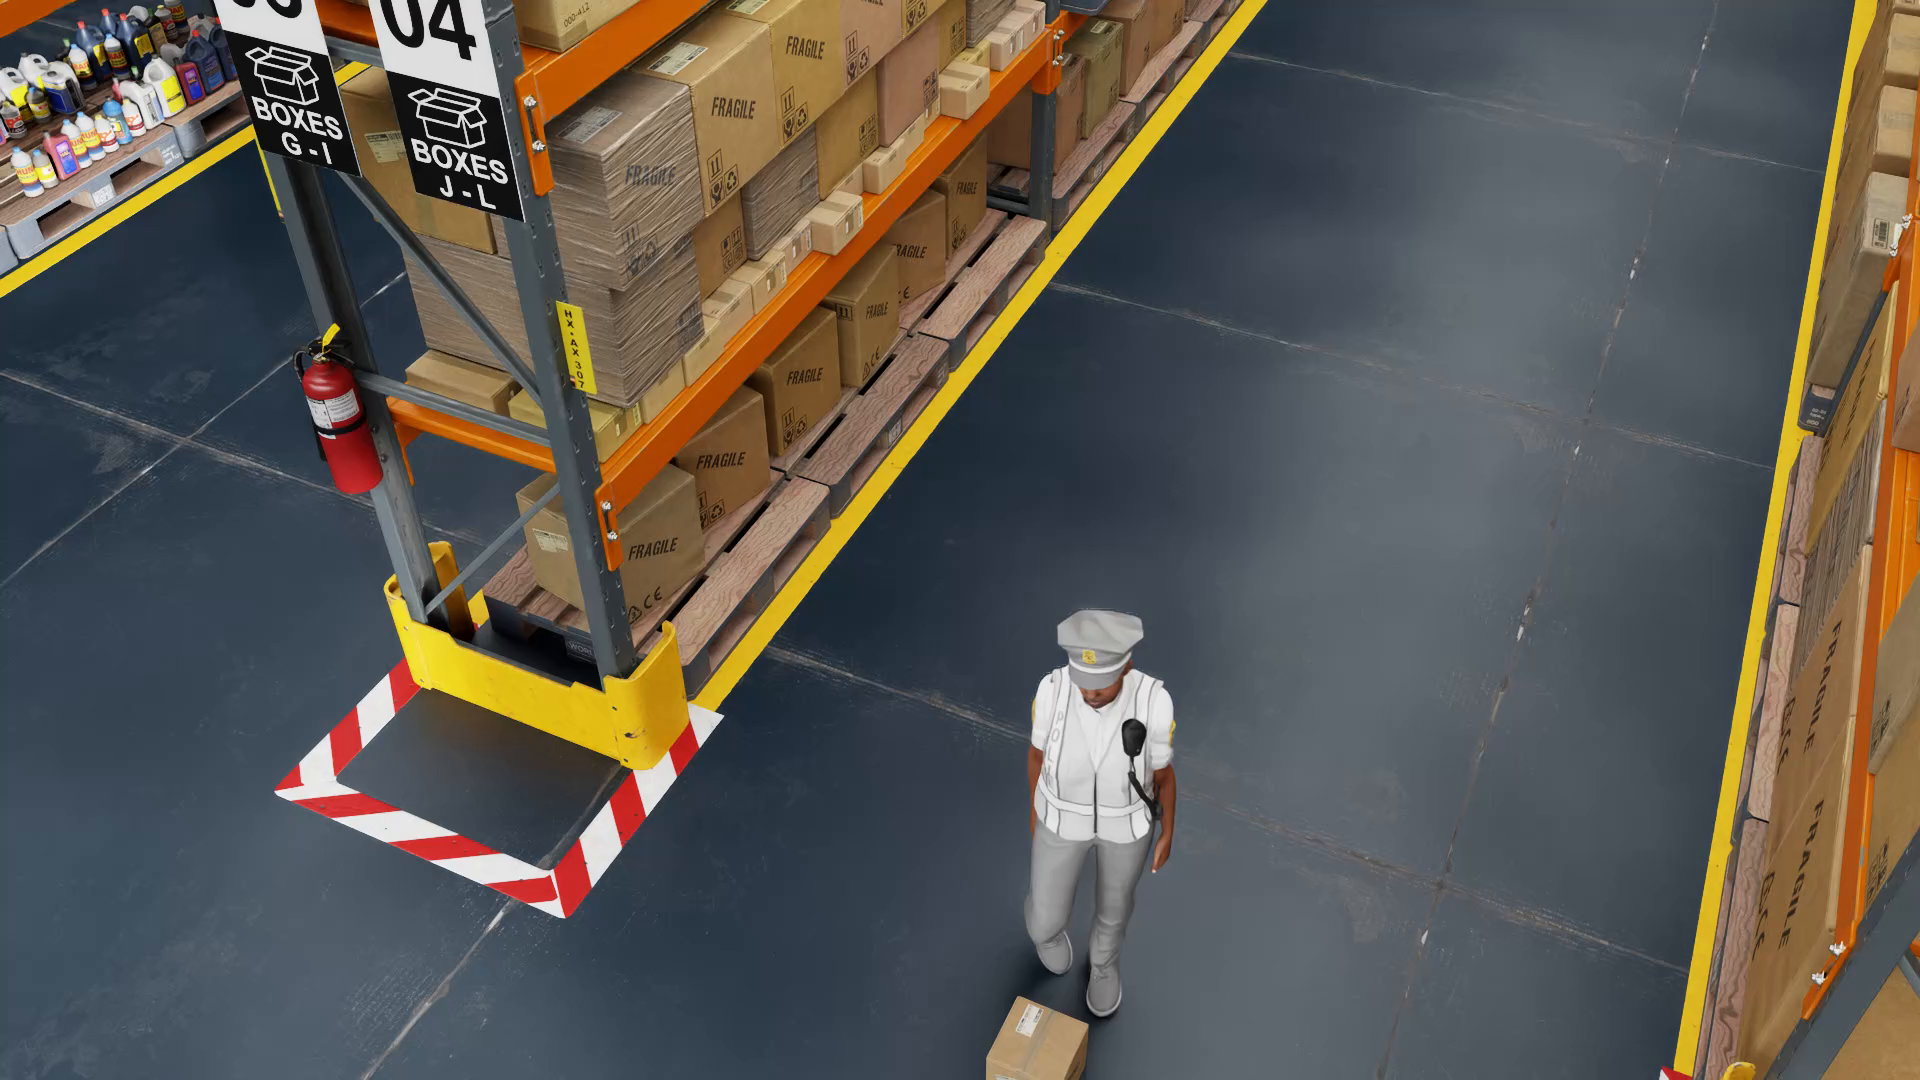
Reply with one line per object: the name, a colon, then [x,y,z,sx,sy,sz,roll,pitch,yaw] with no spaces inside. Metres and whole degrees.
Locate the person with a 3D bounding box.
person: [0.428,0.893,5.162,0.465,1.683,0.421,5,42,5]
